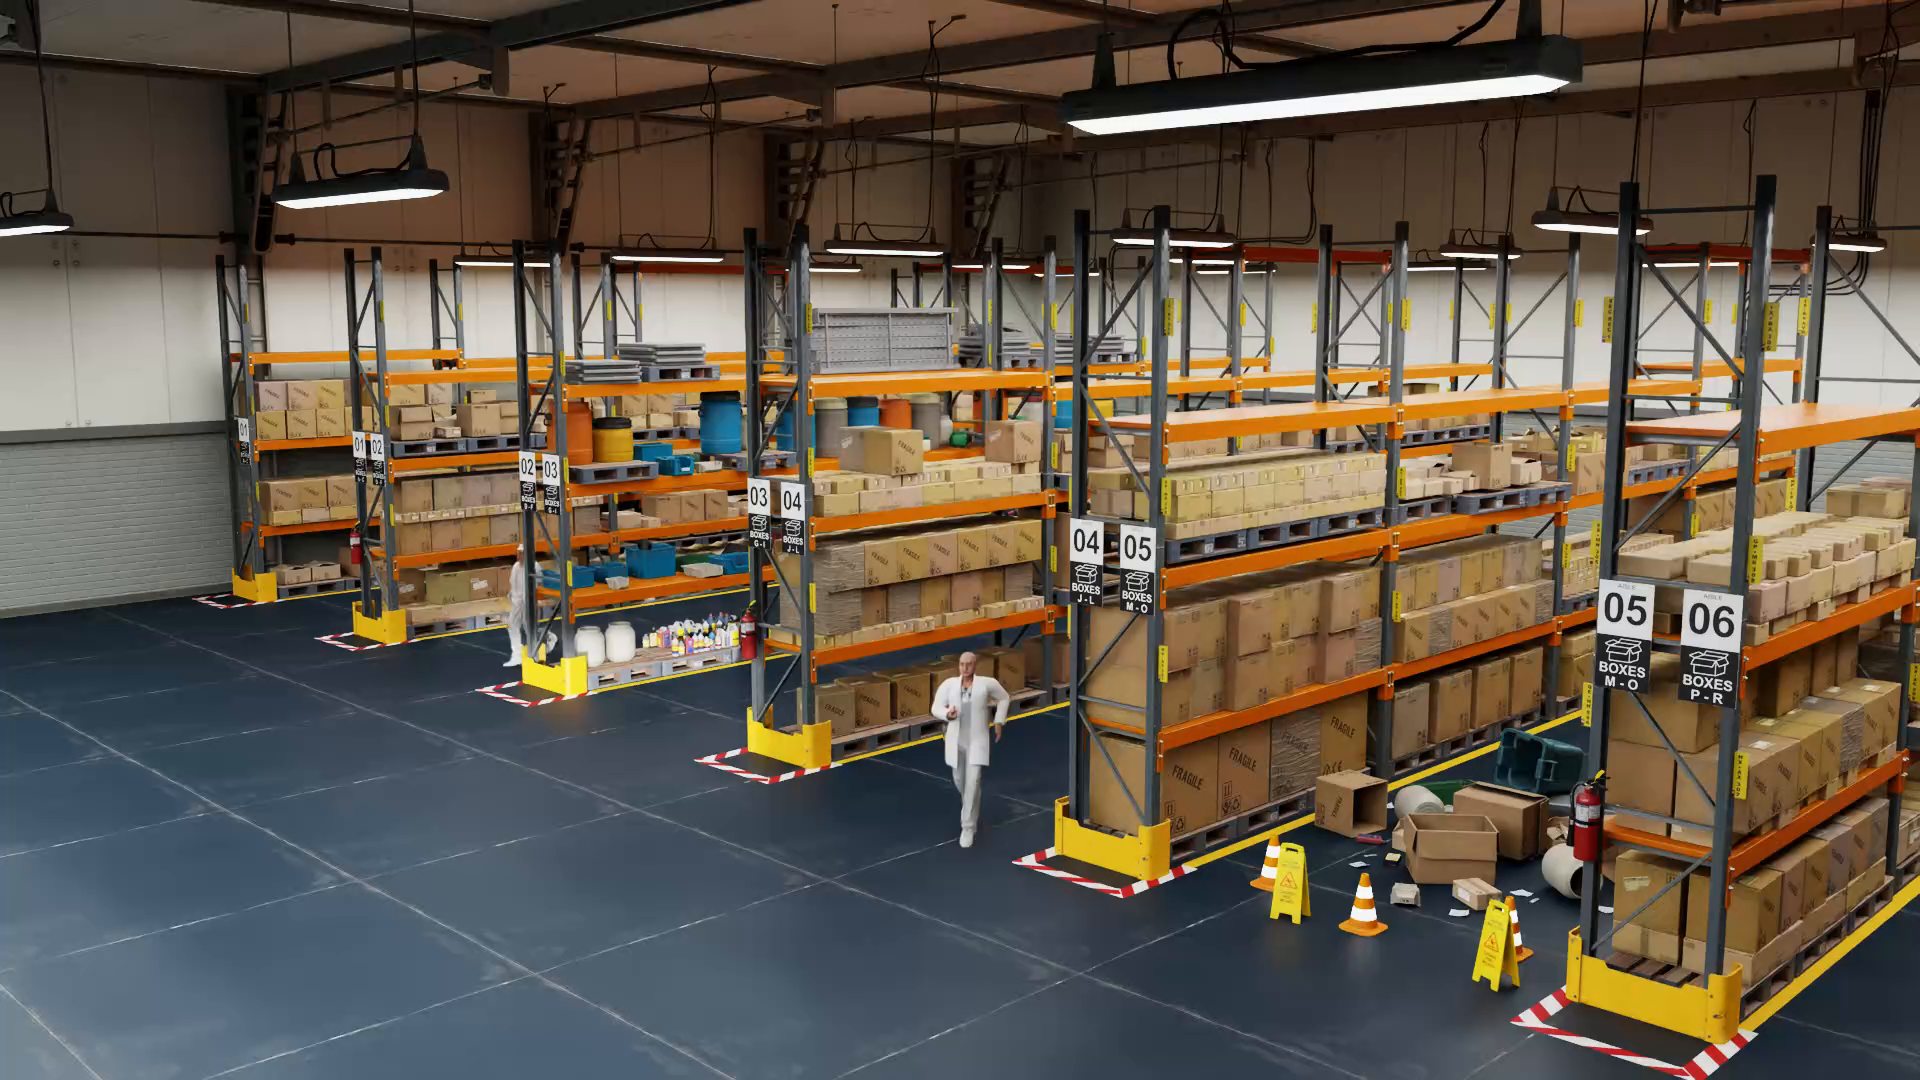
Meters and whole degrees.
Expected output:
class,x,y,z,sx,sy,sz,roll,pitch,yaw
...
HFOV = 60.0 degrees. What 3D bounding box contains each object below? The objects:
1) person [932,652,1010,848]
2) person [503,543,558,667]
class,x,y,z,sx,sy,sz,roll,pitch,yaw
person,0.088,1.980,16.243,0.708,1.806,1.009,2,8,15
person,-6.247,0.908,23.989,0.709,1.758,0.910,5,10,33
